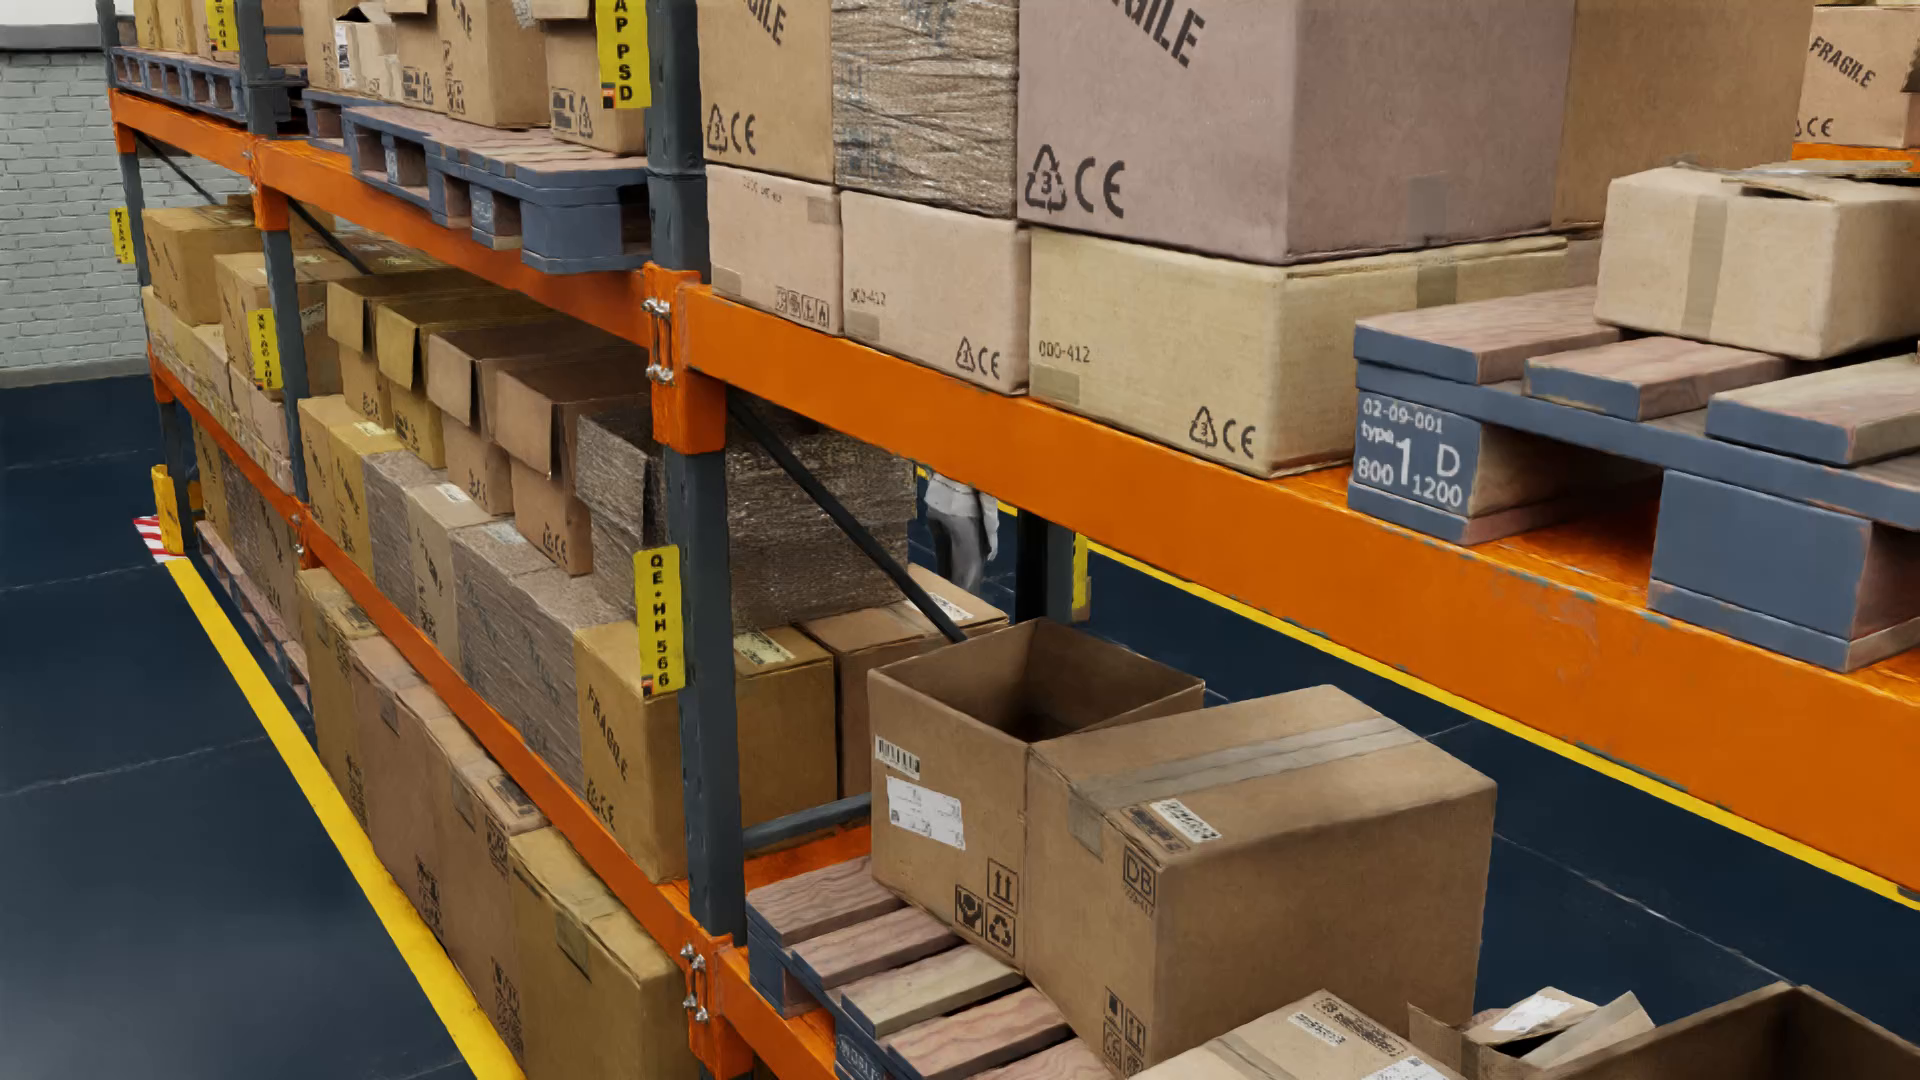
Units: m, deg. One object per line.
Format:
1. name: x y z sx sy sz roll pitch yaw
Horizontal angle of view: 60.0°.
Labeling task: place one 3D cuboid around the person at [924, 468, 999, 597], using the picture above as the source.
1. person: 0.011 -0.113 8.318 0.423 1.683 0.603 -13 22 -33
